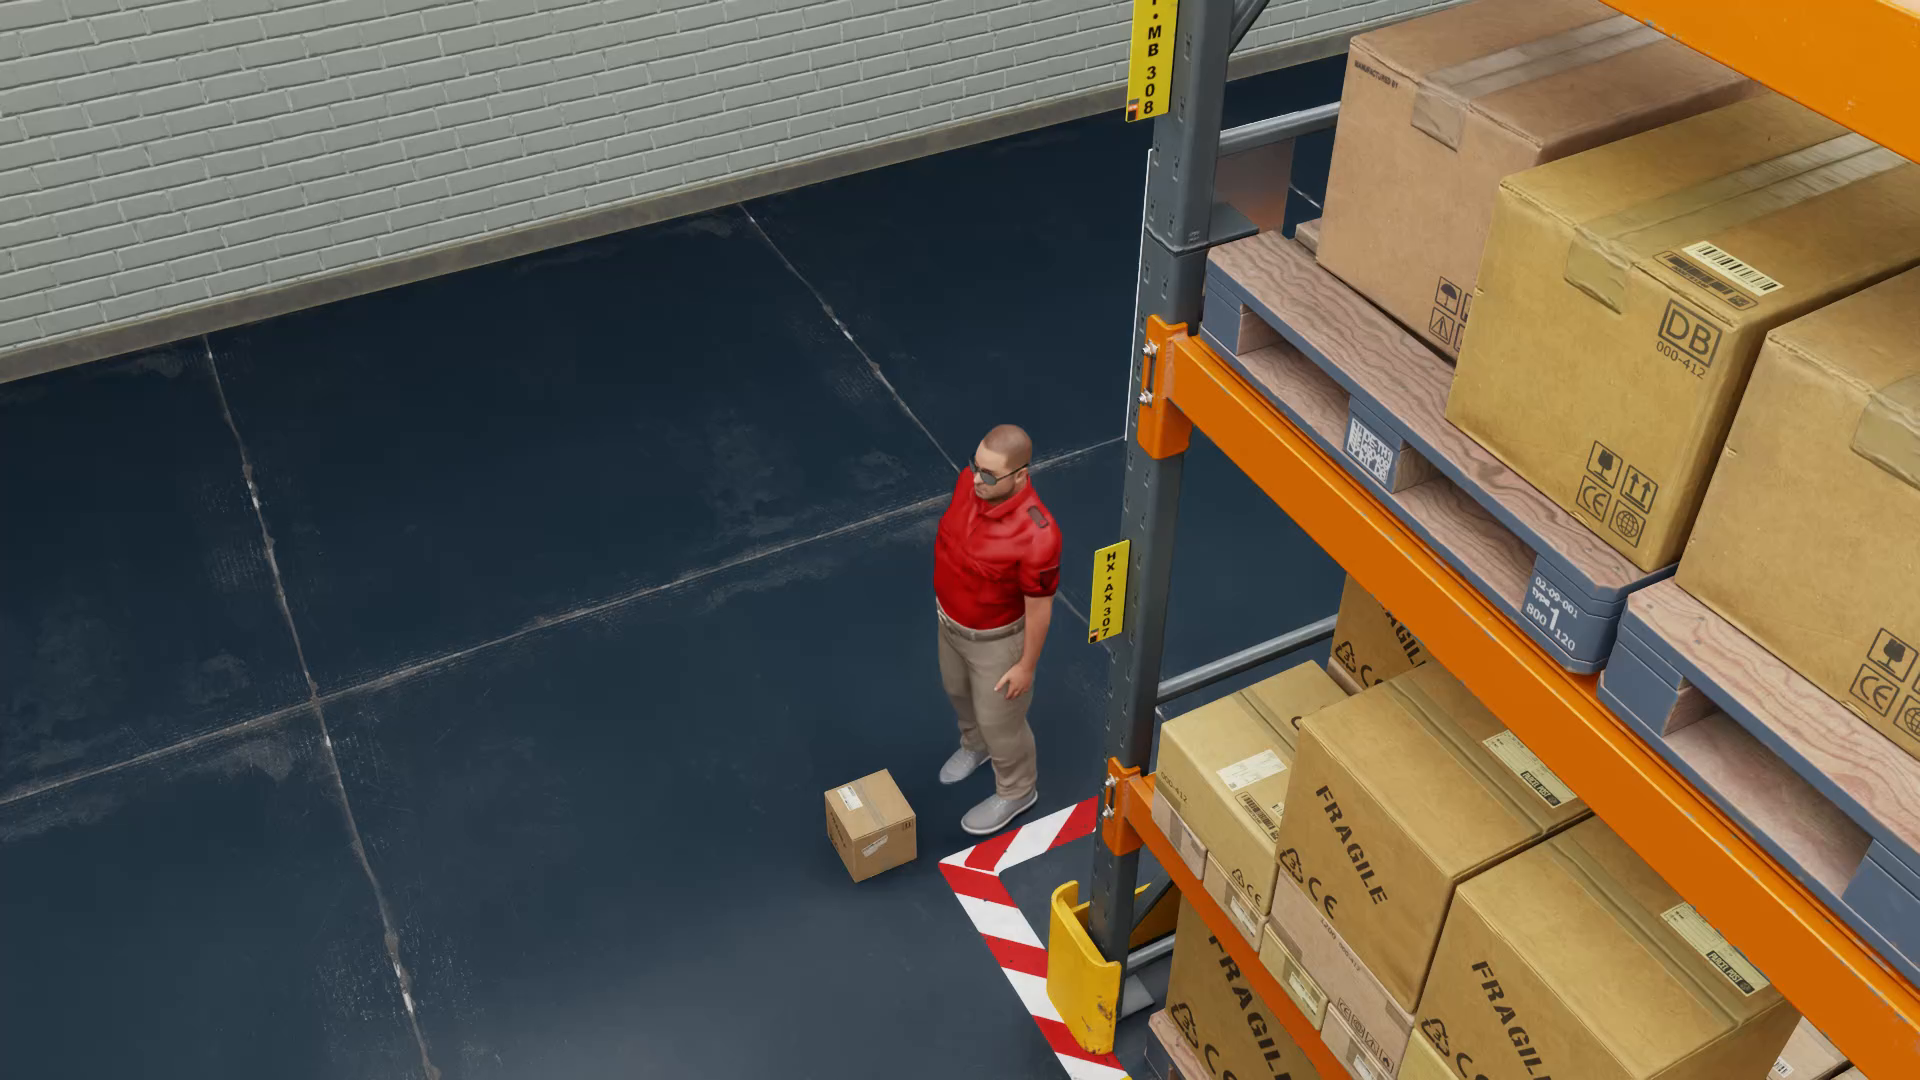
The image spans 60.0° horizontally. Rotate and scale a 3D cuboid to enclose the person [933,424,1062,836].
[{"bbox_3d":[0.103,0.333,5.825,0.370,1.764,0.527,-23,46,-24],"label":"person"}]
